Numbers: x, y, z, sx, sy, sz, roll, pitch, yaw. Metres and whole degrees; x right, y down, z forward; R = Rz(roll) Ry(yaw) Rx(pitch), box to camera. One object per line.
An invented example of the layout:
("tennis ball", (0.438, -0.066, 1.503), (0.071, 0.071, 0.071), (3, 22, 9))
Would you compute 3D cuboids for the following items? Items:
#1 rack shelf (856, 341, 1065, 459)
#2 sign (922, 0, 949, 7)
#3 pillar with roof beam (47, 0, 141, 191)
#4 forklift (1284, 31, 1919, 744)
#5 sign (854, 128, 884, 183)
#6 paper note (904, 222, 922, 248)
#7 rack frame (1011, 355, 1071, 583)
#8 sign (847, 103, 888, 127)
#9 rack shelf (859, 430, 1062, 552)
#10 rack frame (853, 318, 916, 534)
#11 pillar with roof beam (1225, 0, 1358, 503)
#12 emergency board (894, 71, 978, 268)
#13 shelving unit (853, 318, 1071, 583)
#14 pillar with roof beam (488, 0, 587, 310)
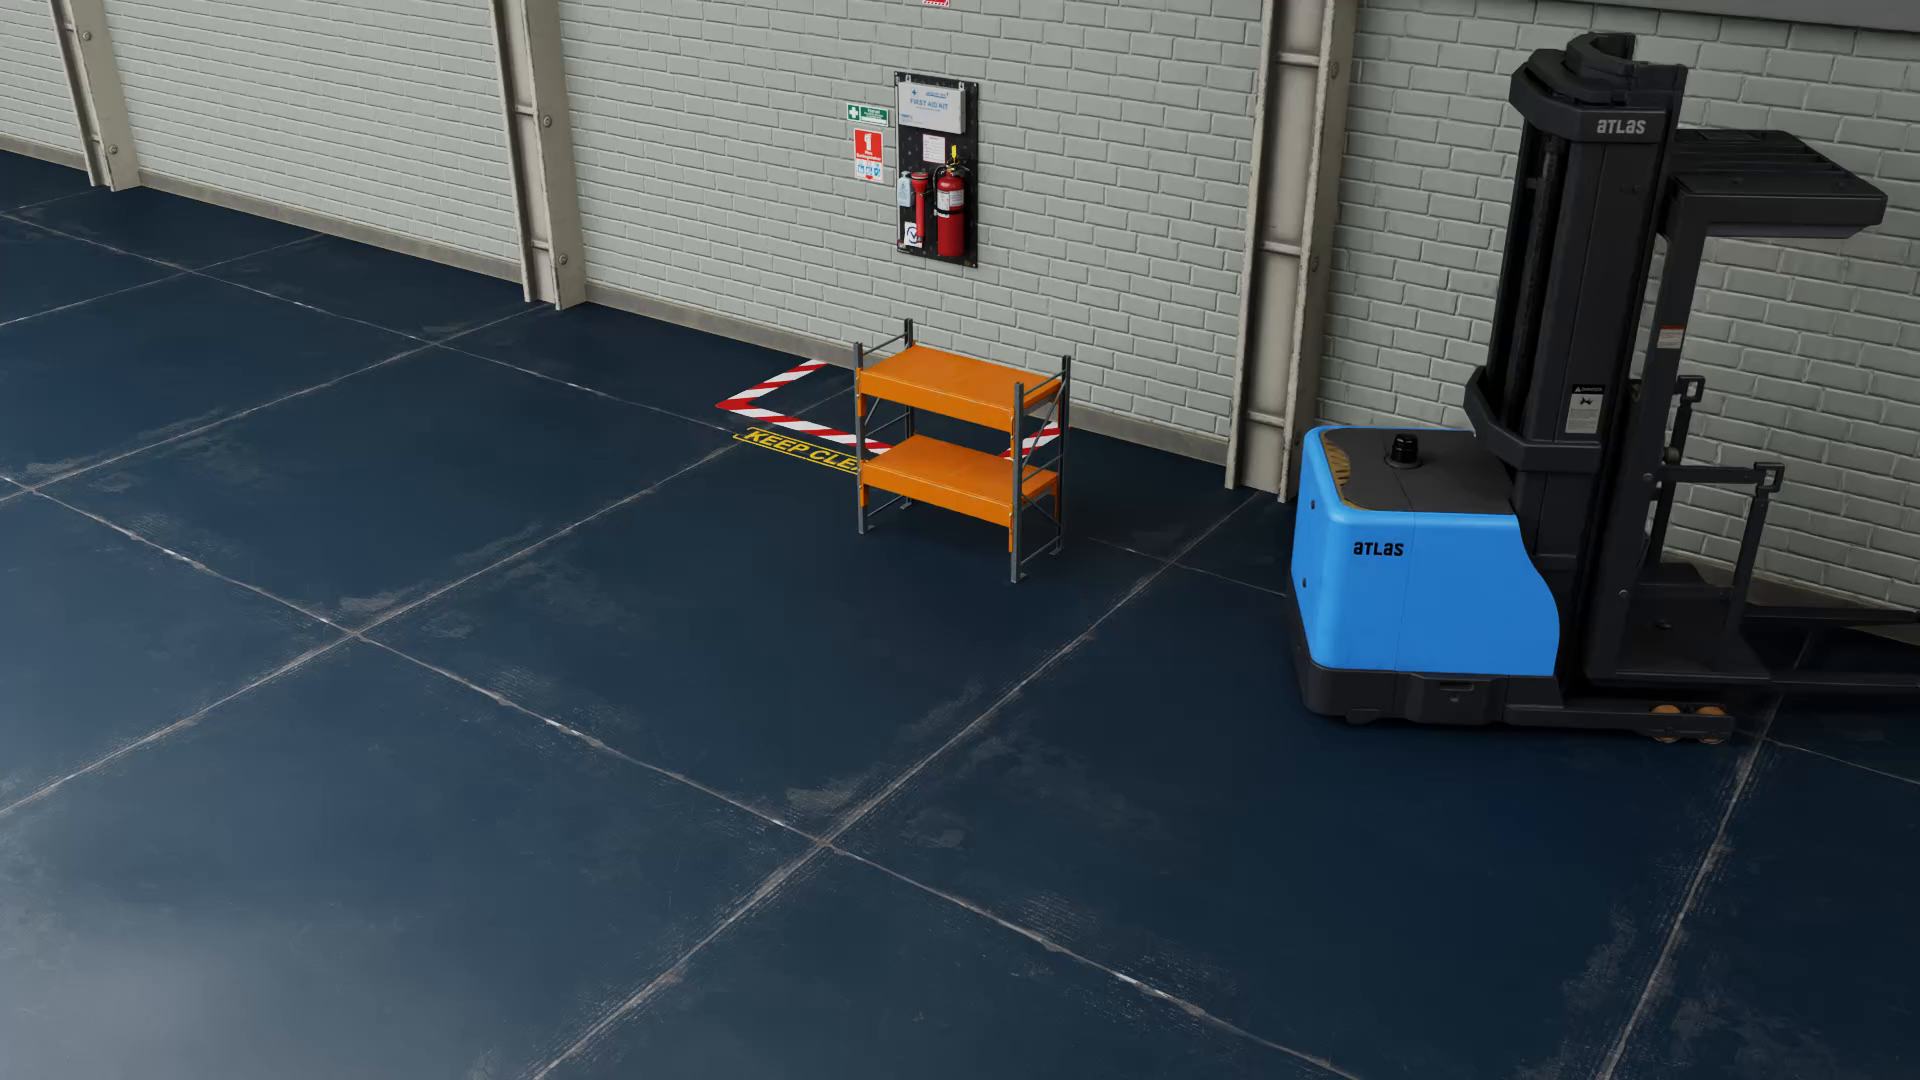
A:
("rack shelf", (0.006, -0.760, 8.859), (1.000, 0.278, 0.538), (17, 32, 30))
("sign", (-0.147, -3.379, 10.027), (0.199, 0.298, 0.001), (17, 32, 30))
("pillar with roof beam", (-10.511, -5.804, 10.733), (0.400, 9.000, 9.100), (17, 32, 30))
("forklift", (3.116, -0.642, 7.280), (3.031, 2.935, 1.130), (2, 27, 3))
("sign", (-0.595, -2.503, 10.823), (0.234, 0.329, 0.001), (17, 32, 30))
("paper note", (-0.304, -1.986, 10.816), (0.142, 0.148, 0.016), (17, 32, 30))
("rack frame", (0.425, -0.369, 8.735), (0.032, 1.125, 0.500), (17, 32, 30))
("sign", (-0.596, -2.735, 10.693), (0.331, 0.109, 0.001), (17, 32, 30))
("rack shelf", (0.006, -0.282, 9.102), (1.000, 0.278, 0.538), (17, 32, 30))
("rack frame", (-0.413, -0.630, 9.248), (0.032, 1.125, 0.500), (17, 32, 30))
("pillar with roof beam", (-0.619, -2.722, 4.678), (0.400, 9.000, 9.100), (17, 32, 30))
("emergency board", (-0.197, -2.307, 10.476), (0.643, 1.169, 0.194), (17, 32, 30))
("shelving unit", (0.006, -0.500, 8.991), (1.048, 1.125, 0.538), (17, 32, 30))
("pillar with roof beam", (-5.565, -4.263, 7.705), (0.400, 9.000, 9.100), (17, 32, 30))
